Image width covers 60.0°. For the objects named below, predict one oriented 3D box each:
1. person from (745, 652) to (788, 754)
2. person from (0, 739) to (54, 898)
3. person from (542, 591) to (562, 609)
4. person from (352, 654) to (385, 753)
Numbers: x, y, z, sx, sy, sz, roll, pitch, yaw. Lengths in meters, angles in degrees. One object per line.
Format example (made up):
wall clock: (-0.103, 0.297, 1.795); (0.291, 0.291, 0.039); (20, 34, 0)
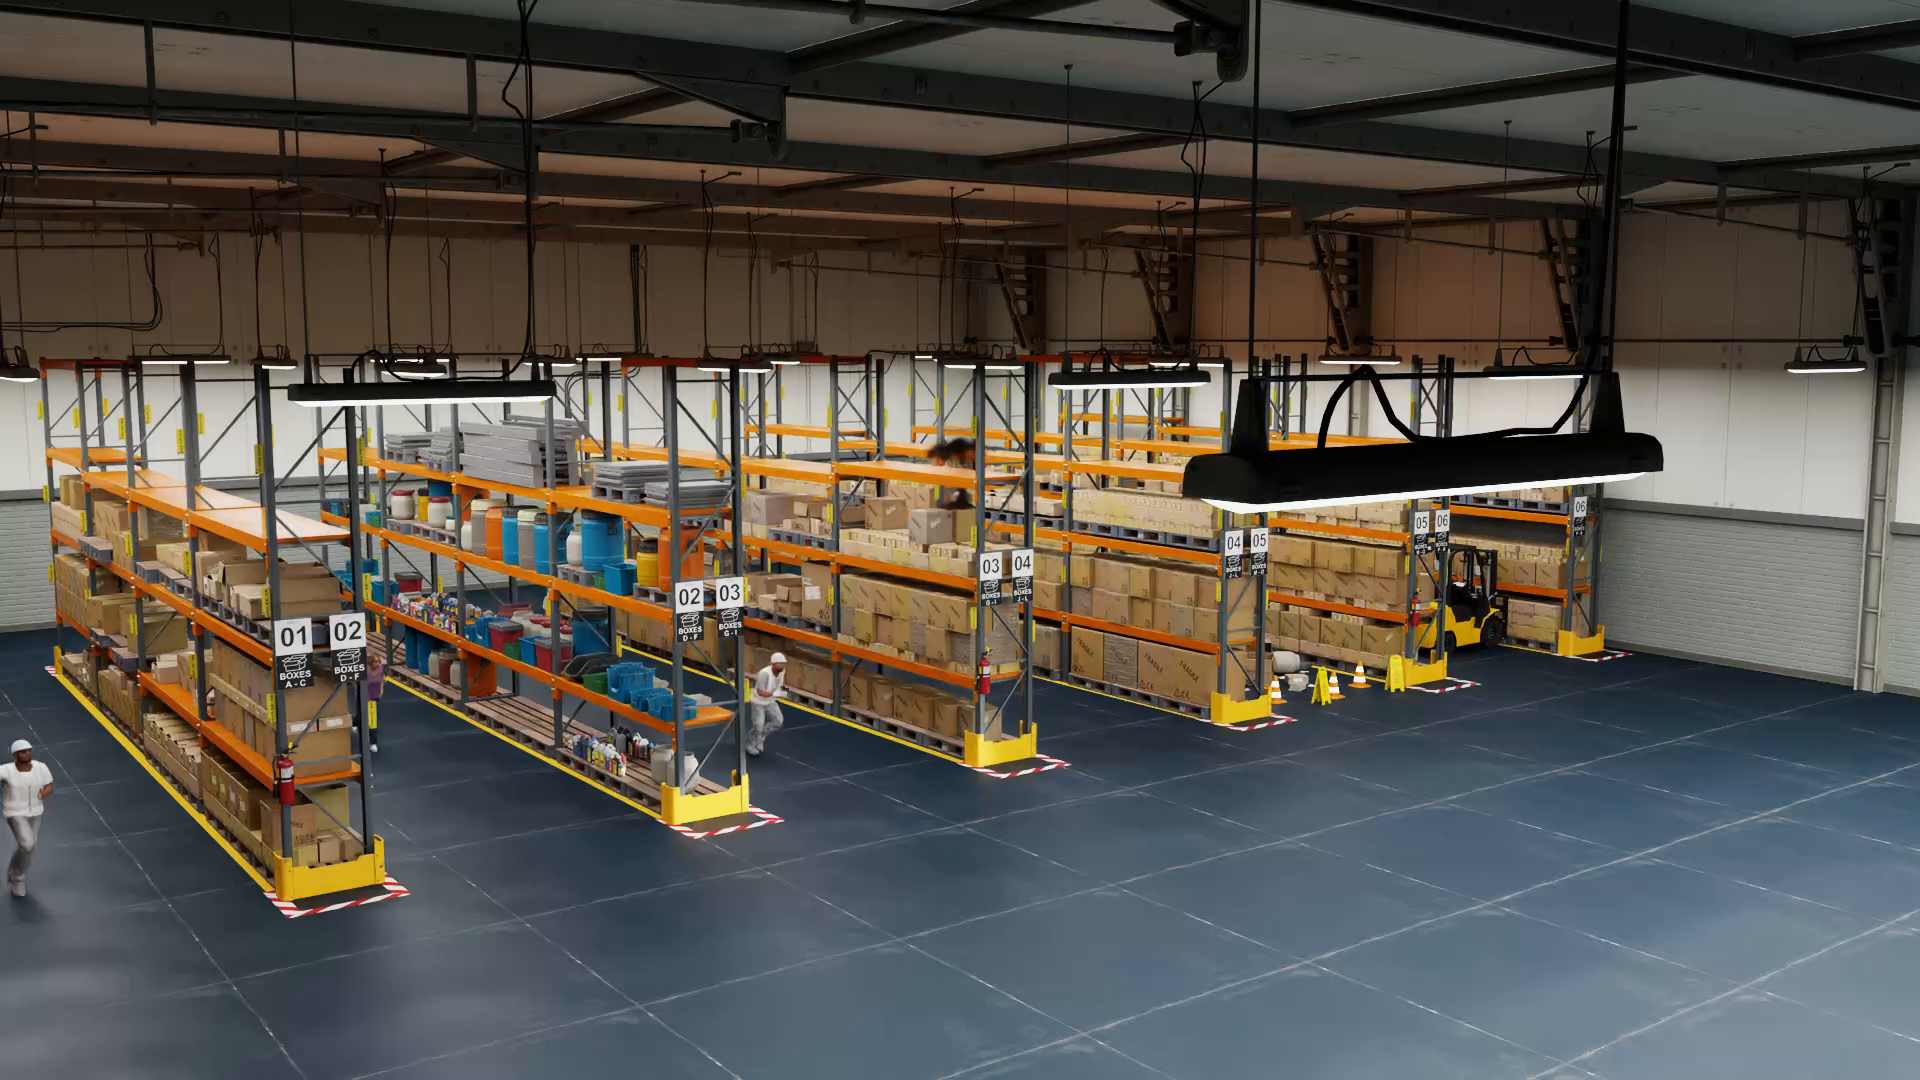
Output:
person: (-2.894, 2.484, 25.331); (0.904, 1.621, 0.705); (5, 8, 35)
person: (-10.786, 3.176, 19.140); (0.676, 1.789, 0.711); (4, 8, 31)
person: (-9.431, 0.836, 38.920); (0.761, 1.658, 0.682); (0, 7, 2)
person: (-9.249, 2.492, 25.882); (0.865, 1.552, 0.550); (6, 9, 40)
